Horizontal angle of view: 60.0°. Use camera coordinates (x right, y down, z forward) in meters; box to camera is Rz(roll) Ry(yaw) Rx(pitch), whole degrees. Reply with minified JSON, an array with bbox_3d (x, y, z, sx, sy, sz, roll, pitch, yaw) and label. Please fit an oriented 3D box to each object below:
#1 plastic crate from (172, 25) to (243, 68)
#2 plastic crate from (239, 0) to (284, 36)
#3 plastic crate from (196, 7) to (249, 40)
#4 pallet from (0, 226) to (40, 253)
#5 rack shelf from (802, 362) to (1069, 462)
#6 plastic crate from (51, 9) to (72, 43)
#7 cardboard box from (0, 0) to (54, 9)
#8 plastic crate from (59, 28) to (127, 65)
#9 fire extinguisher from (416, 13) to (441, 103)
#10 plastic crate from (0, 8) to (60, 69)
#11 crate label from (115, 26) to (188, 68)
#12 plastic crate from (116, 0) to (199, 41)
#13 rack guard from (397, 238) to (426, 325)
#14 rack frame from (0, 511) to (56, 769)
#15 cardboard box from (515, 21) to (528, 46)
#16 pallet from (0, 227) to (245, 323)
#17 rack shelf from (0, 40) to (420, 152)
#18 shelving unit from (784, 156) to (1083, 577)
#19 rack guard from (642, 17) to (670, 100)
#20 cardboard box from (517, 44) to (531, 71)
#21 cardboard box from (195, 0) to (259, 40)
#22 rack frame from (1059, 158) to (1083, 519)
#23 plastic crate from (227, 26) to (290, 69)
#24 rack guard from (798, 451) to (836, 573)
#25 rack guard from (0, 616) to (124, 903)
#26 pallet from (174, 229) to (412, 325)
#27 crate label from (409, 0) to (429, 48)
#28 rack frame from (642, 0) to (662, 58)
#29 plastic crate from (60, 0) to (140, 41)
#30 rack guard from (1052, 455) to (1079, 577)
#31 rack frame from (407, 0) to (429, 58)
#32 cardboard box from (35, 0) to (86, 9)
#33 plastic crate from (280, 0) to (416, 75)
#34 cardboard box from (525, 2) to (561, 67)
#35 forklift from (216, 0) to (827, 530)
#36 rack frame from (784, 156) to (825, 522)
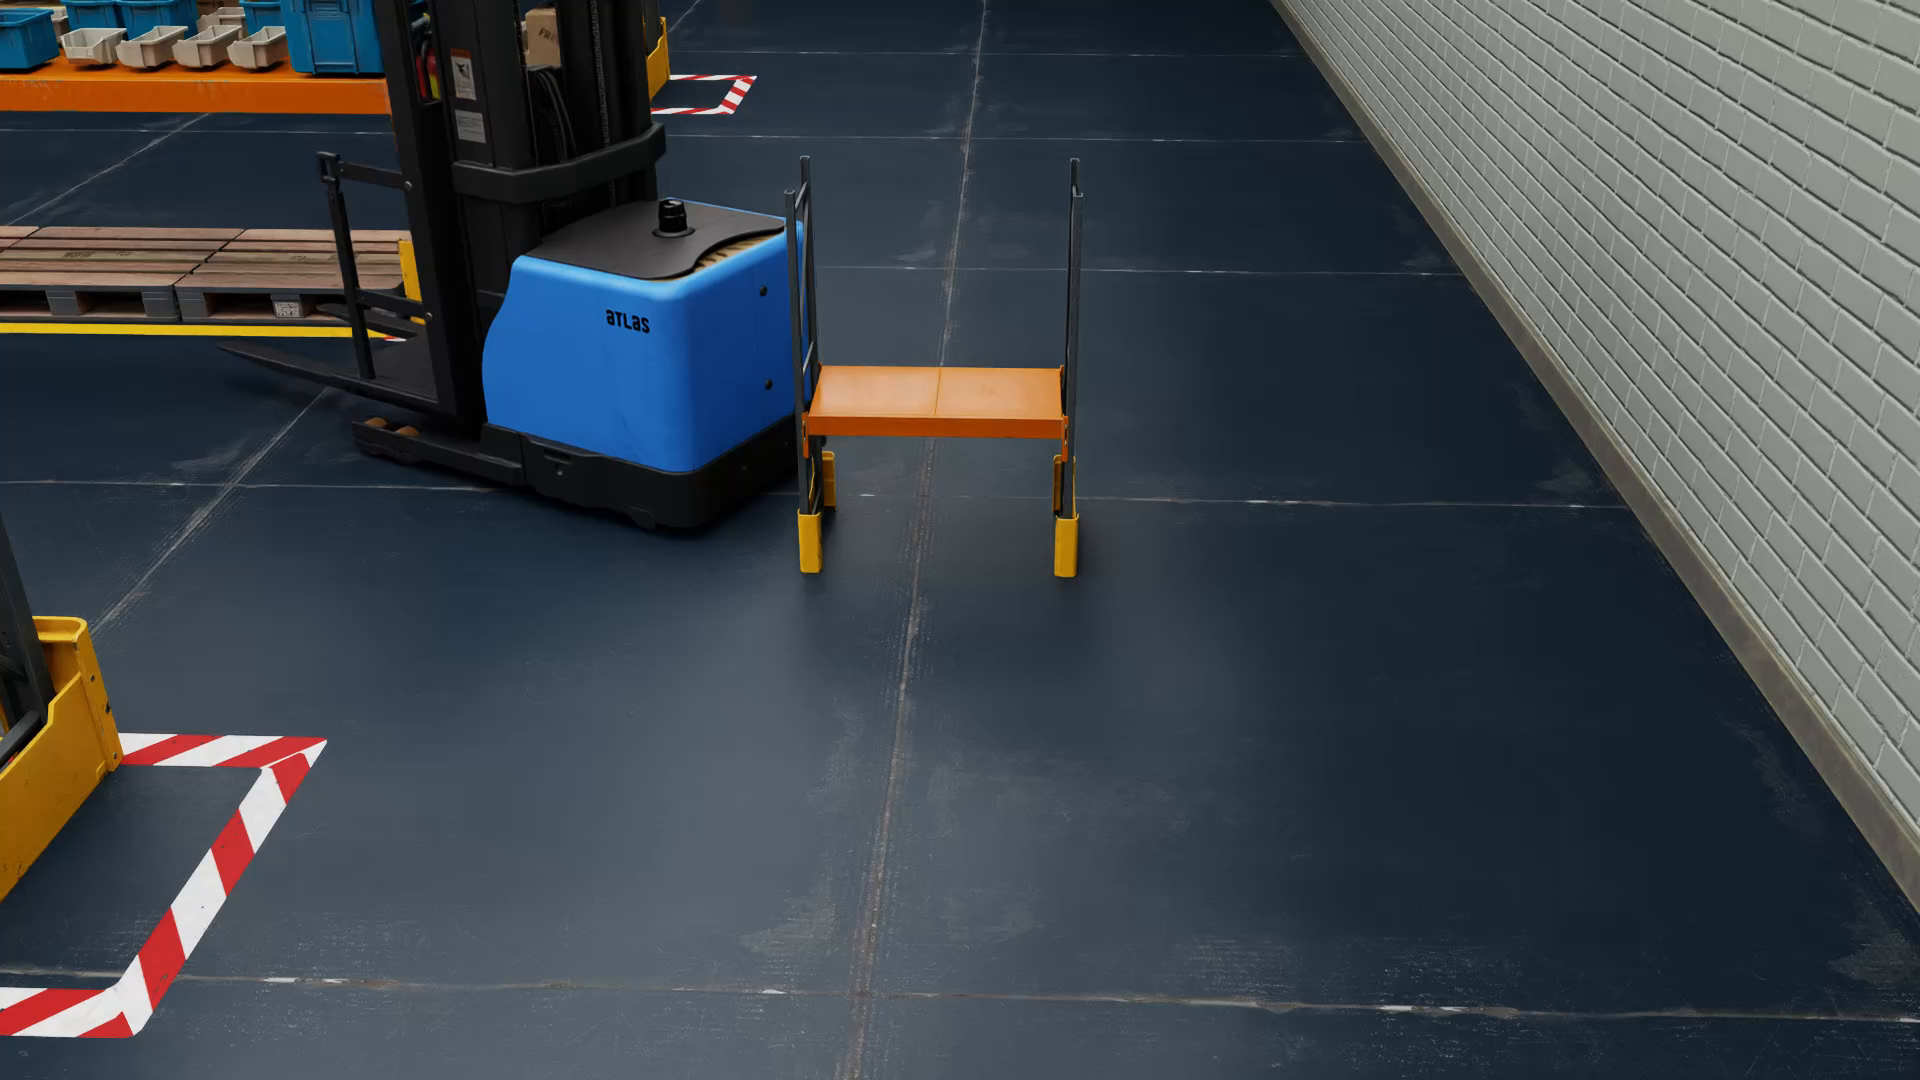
[{"bbox_3d":[-3.870,-2.537,8.551,0.243,0.136,0.396,1,28,2],"label":"plastic crate"},{"bbox_3d":[-3.652,-2.809,8.960,0.300,0.233,0.416,1,28,2],"label":"plastic crate"},{"bbox_3d":[-3.990,-2.810,9.067,0.298,0.136,0.250,1,28,2],"label":"plastic crate"},{"bbox_3d":[-6.021,-1.527,9.405,1.213,0.211,1.003,1,28,2],"label":"pallet"},{"bbox_3d":[-0.085,-0.505,6.486,1.000,0.185,0.538,1,28,2],"label":"rack shelf"},{"bbox_3d":[-5.006,-2.775,9.000,0.466,0.136,0.293,1,28,2],"label":"plastic crate"},{"bbox_3d":[-7.575,-4.048,13.382,0.500,0.500,0.500,1,28,2],"label":"cardboard box"},{"bbox_3d":[-4.446,-2.527,8.531,0.250,0.136,0.298,1,28,2],"label":"plastic crate"},{"bbox_3d":[-2.625,-2.273,8.316,0.183,0.674,0.296,1,28,2],"label":"fire extinguisher"},{"bbox_3d":[-4.821,-2.553,8.479,0.300,0.233,0.416,1,28,2],"label":"plastic crate"},{"bbox_3d":[-4.149,-2.530,8.538,0.243,0.136,0.396,1,28,2],"label":"crate label"},{"bbox_3d":[-4.310,-2.820,8.981,0.300,0.233,0.416,1,28,2],"label":"plastic crate"},{"bbox_3d":[-2.735,-1.588,9.212,0.348,0.500,1.175,1,28,2],"label":"rack guard"},{"bbox_3d":[-2.934,-0.369,4.243,0.127,3.000,1.000,1,28,2],"label":"rack frame"},{"bbox_3d":[-3.614,-4.135,13.814,0.500,0.250,0.500,1,28,2],"label":"cardboard box"},{"bbox_3d":[-4.798,-1.508,9.370,1.213,0.211,1.003,1,28,2],"label":"pallet"},{"bbox_3d":[-4.758,-2.402,8.847,4.000,0.370,1.077,1,28,2],"label":"rack shelf"},{"bbox_3d":[-0.076,-0.664,6.401,1.083,1.500,0.587,1,28,2],"label":"shelving unit"},{"bbox_3d":[-2.657,-3.902,13.578,0.348,0.500,1.175,1,28,2],"label":"rack guard"},{"bbox_3d":[-3.534,-3.891,13.442,0.250,0.166,0.380,1,28,2],"label":"cardboard box"},{"bbox_3d":[-5.999,-4.285,13.830,0.500,0.500,0.500,1,28,2],"label":"cardboard box"},{"bbox_3d":[0.423,-0.656,6.386,0.032,1.500,0.500,1,28,2],"label":"rack frame"},{"bbox_3d":[-3.581,-2.526,8.529,0.243,0.136,0.396,1,28,2],"label":"plastic crate"},{"bbox_3d":[-0.574,-0.120,6.709,0.087,0.250,0.587,1,28,2],"label":"rack guard"},{"bbox_3d":[-2.910,0.736,4.828,0.348,0.500,1.175,1,28,2],"label":"rack guard"},{"bbox_3d":[-3.582,-1.487,9.329,1.213,0.211,1.003,1,28,2],"label":"pallet"},{"bbox_3d":[-2.994,-2.798,8.940,0.303,0.233,0.416,1,28,2],"label":"crate label"},{"bbox_3d":[-2.581,-5.006,12.990,0.127,3.000,1.000,1,28,2],"label":"rack frame"},{"bbox_3d":[-4.610,-2.824,8.990,0.300,0.233,0.416,1,28,2],"label":"plastic crate"},{"bbox_3d":[0.421,-0.103,6.678,0.087,0.250,0.587,1,28,2],"label":"rack guard"},{"bbox_3d":[-2.759,-2.687,8.616,0.127,3.000,1.000,1,28,2],"label":"rack frame"},{"bbox_3d":[-7.082,-4.036,13.359,0.500,0.500,0.500,1,28,2],"label":"cardboard box"},{"bbox_3d":[-3.101,-2.647,8.439,0.499,0.435,0.616,1,28,2],"label":"plastic crate"},{"bbox_3d":[-3.133,-3.989,13.272,0.500,0.500,0.500,1,28,2],"label":"cardboard box"},{"bbox_3d":[-2.130,-1.827,7.067,3.031,2.935,1.130,15,31,26],"label":"forklift"},{"bbox_3d":[-0.593,-0.672,6.417,0.032,1.500,0.500,1,28,2],"label":"rack frame"}]
